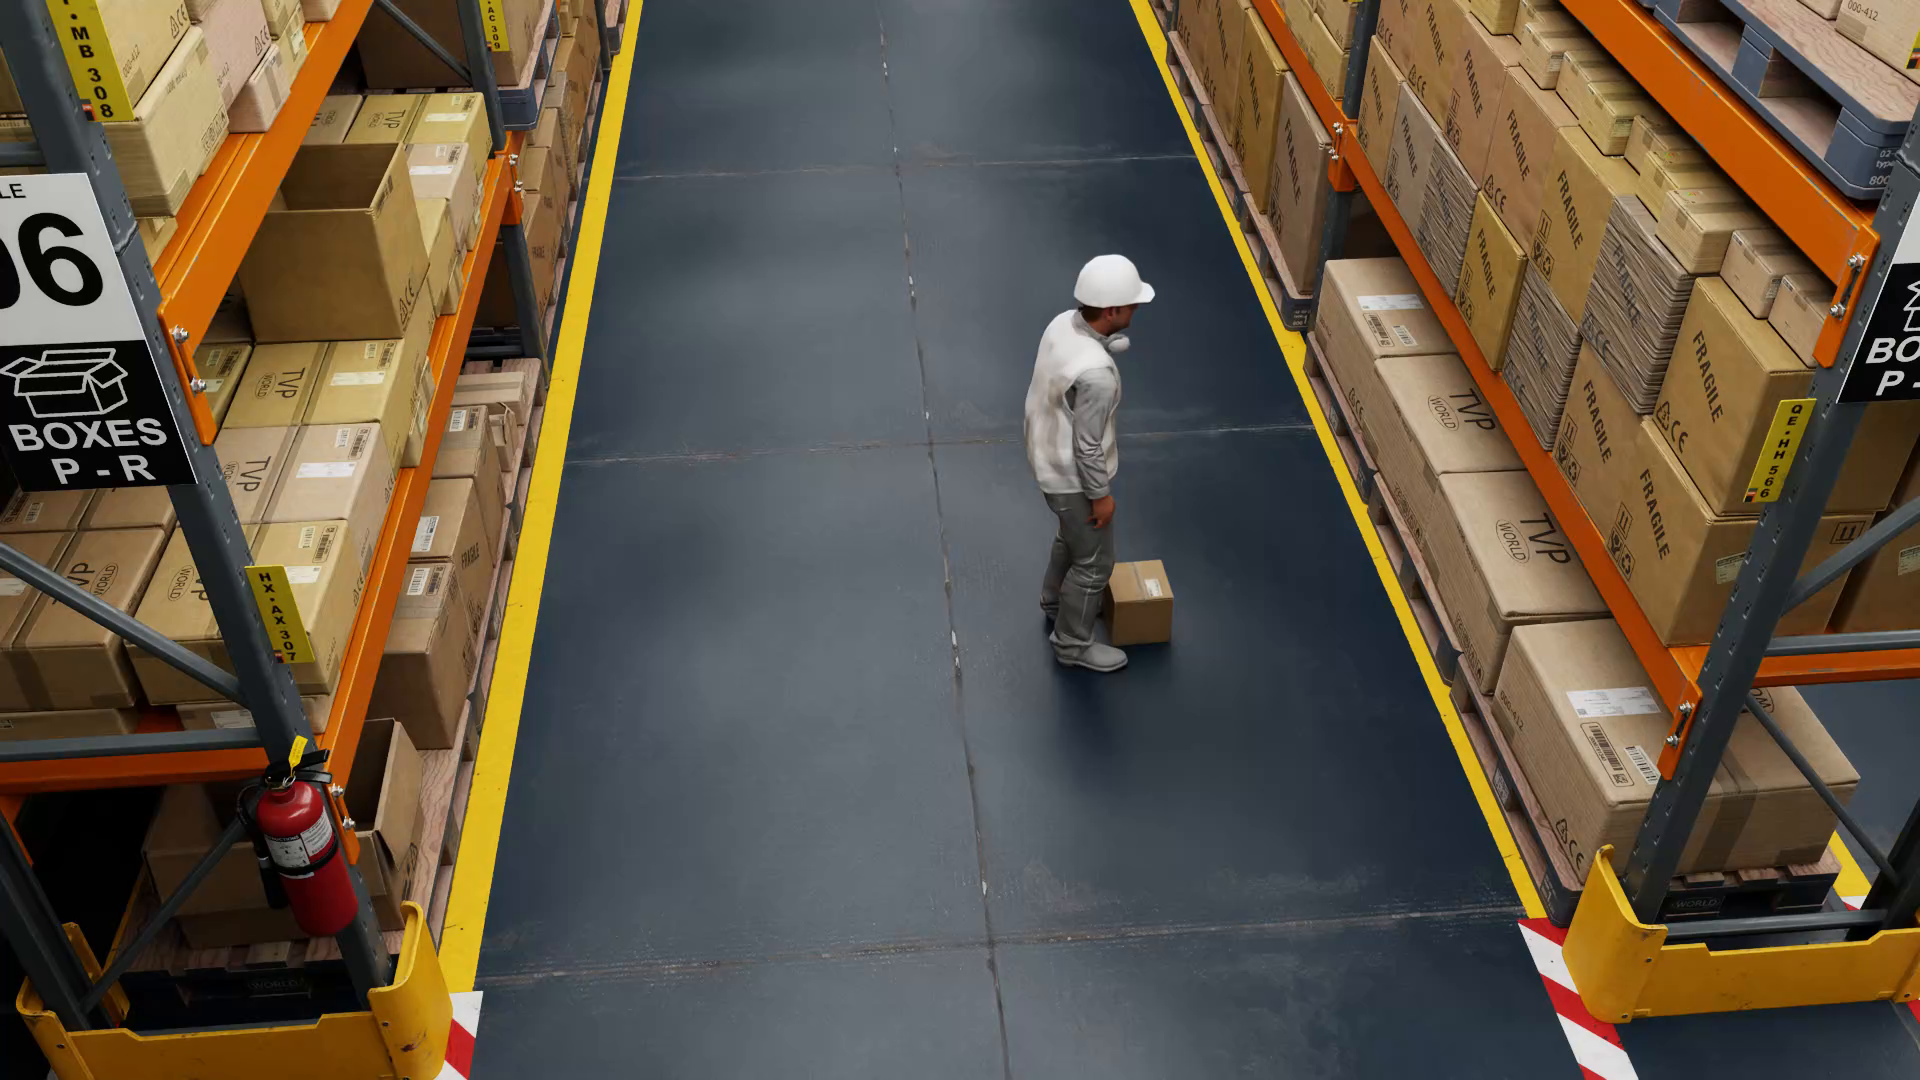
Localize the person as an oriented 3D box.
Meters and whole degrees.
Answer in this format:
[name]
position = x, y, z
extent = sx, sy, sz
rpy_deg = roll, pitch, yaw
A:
[person]
position = 0.482, -0.305, 6.516
extent = 0.466, 1.766, 0.579
rpy_deg = -5, 39, -6
